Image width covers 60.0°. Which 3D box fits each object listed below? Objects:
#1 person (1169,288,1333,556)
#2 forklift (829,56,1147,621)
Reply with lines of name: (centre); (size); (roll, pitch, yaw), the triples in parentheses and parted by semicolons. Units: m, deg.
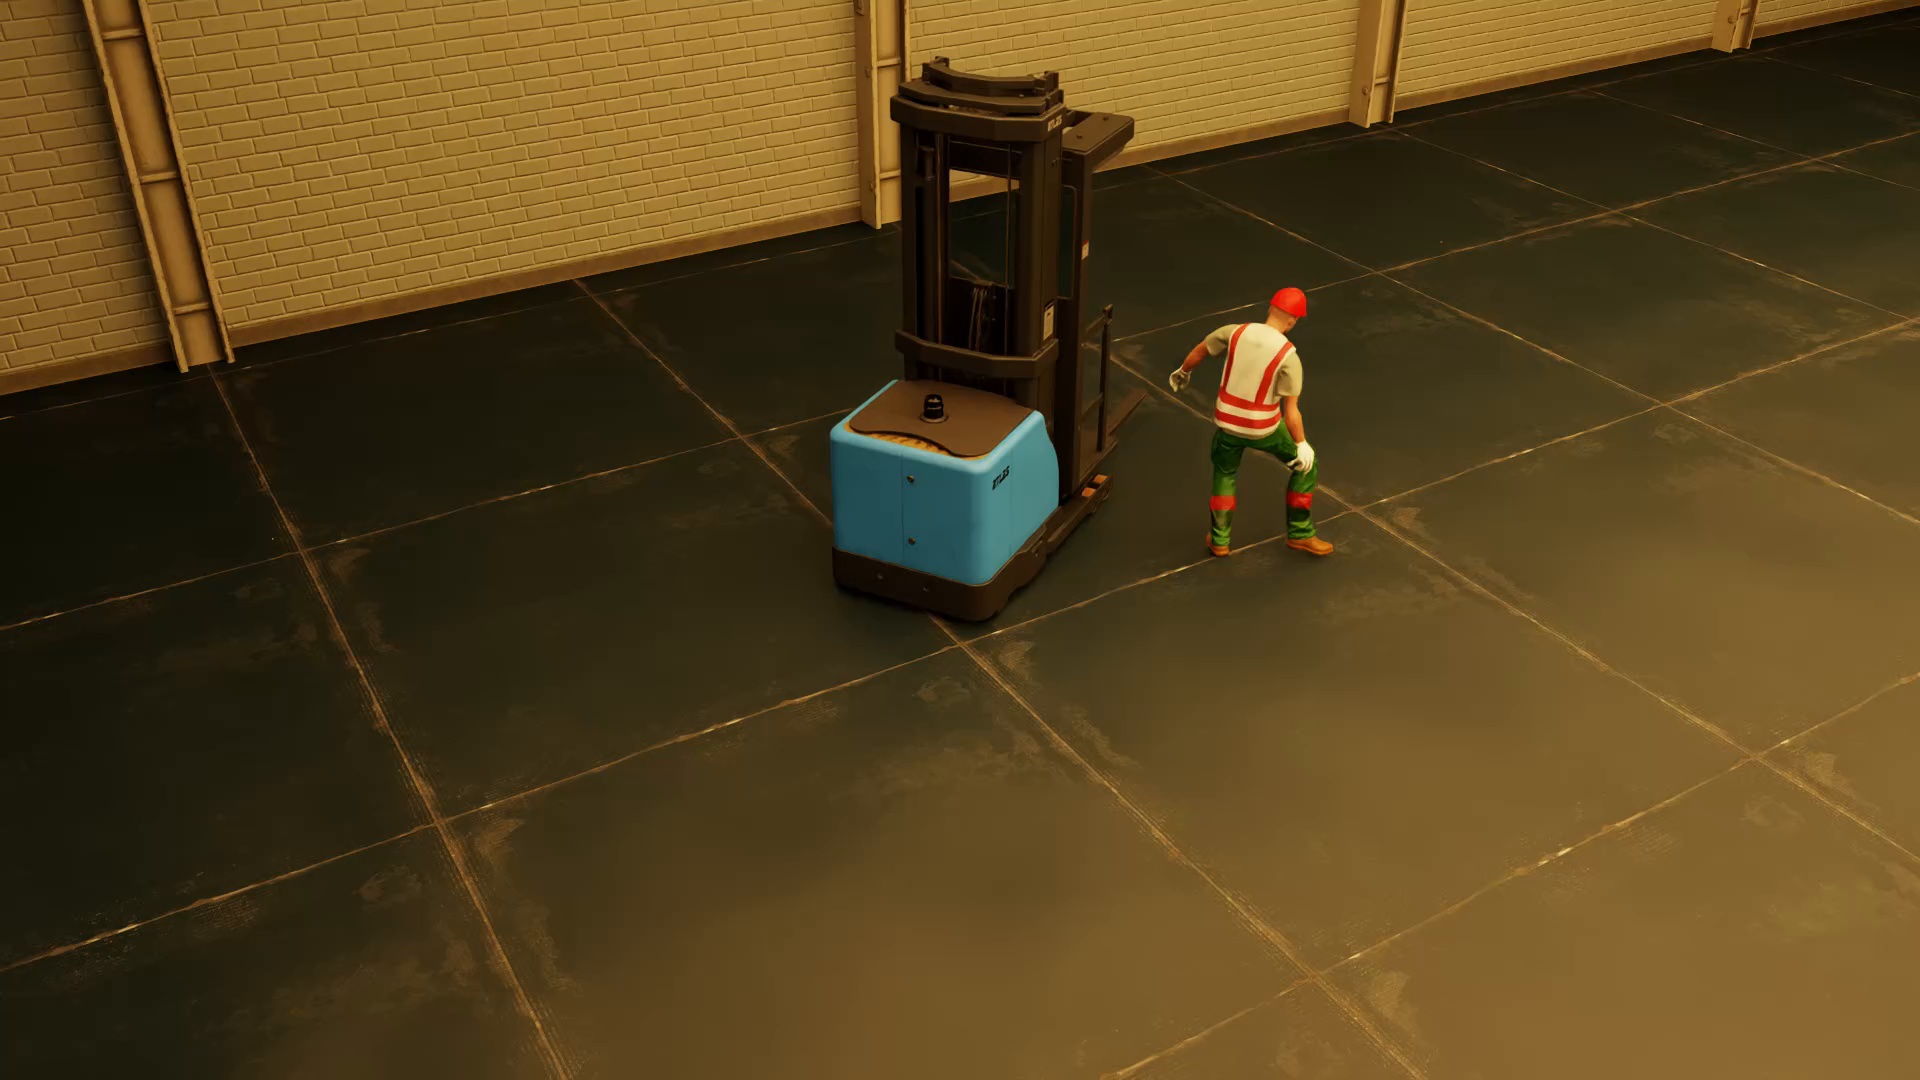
person: (1.763, -0.714, 10.071); (1.140, 1.706, 0.542); (20, 37, 30)
forklift: (0.354, -1.525, 10.194); (1.130, 2.935, 3.031); (15, 34, 23)
